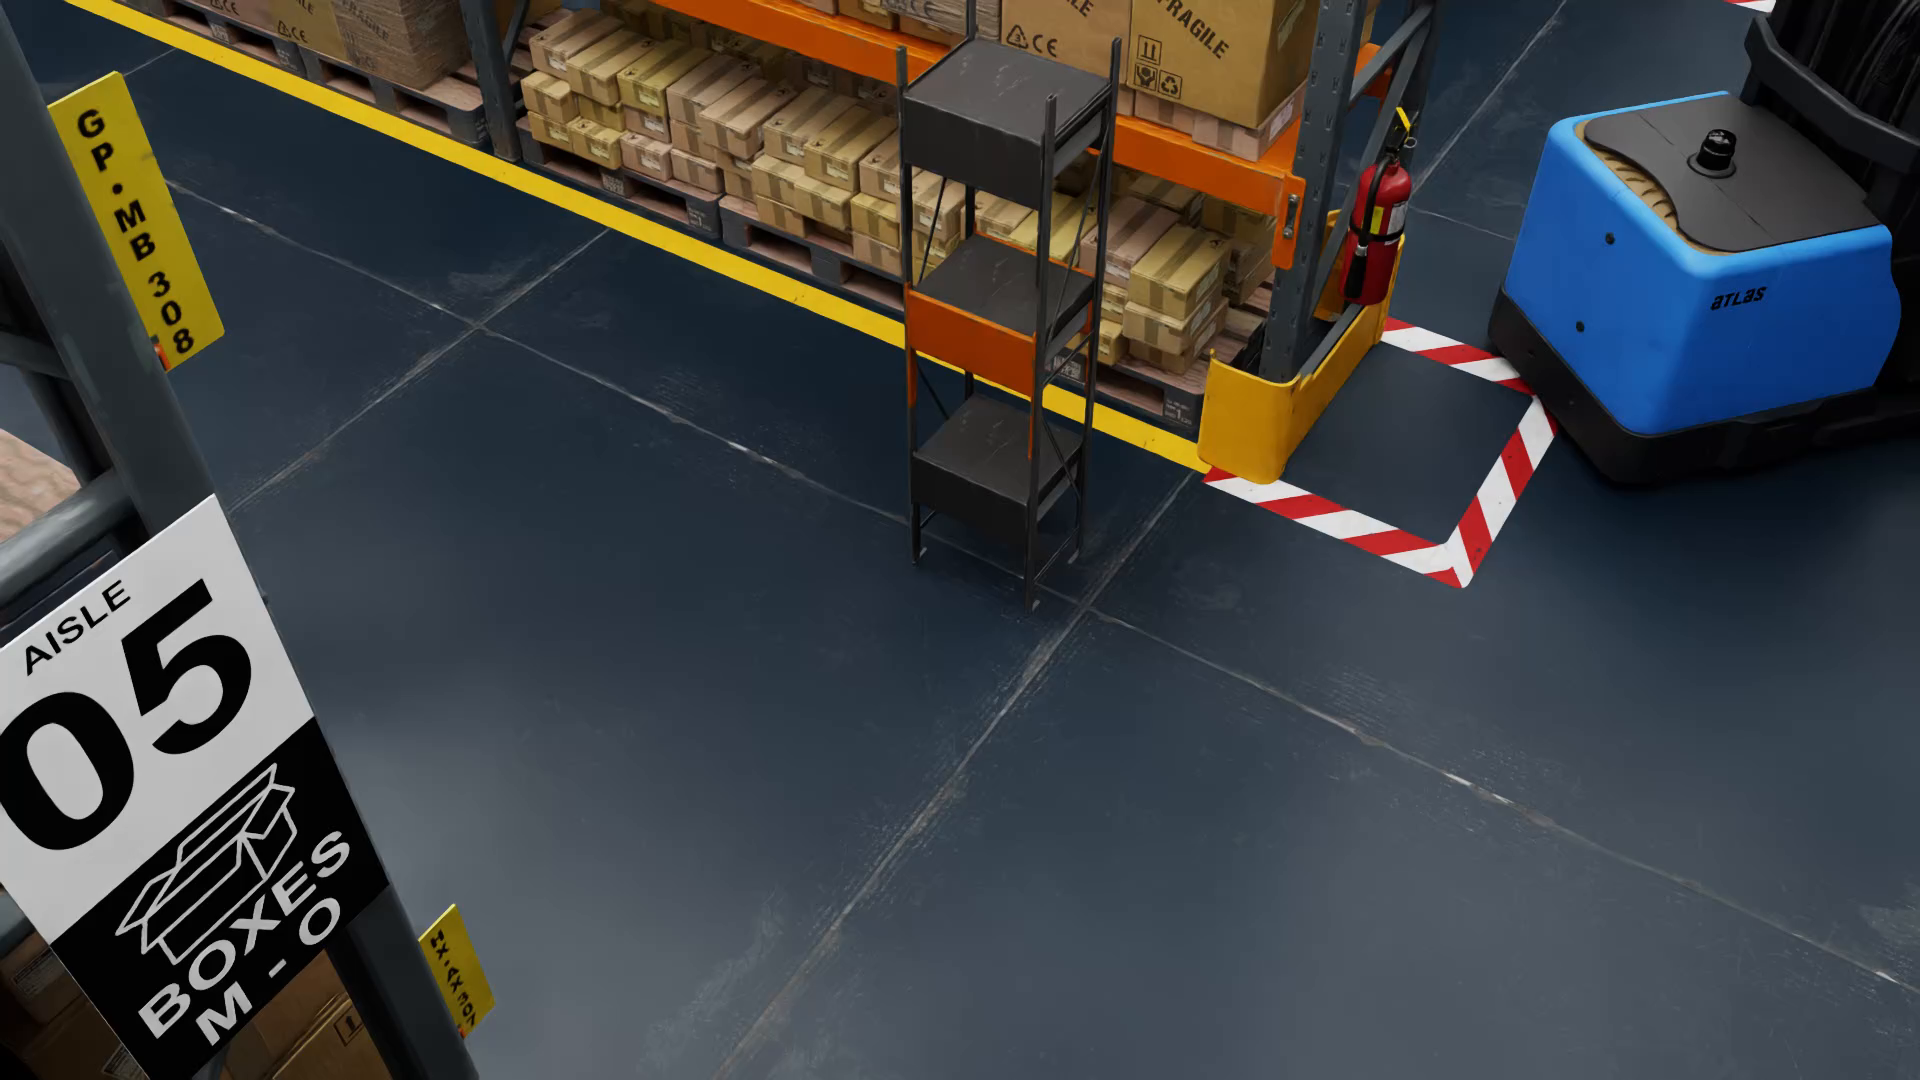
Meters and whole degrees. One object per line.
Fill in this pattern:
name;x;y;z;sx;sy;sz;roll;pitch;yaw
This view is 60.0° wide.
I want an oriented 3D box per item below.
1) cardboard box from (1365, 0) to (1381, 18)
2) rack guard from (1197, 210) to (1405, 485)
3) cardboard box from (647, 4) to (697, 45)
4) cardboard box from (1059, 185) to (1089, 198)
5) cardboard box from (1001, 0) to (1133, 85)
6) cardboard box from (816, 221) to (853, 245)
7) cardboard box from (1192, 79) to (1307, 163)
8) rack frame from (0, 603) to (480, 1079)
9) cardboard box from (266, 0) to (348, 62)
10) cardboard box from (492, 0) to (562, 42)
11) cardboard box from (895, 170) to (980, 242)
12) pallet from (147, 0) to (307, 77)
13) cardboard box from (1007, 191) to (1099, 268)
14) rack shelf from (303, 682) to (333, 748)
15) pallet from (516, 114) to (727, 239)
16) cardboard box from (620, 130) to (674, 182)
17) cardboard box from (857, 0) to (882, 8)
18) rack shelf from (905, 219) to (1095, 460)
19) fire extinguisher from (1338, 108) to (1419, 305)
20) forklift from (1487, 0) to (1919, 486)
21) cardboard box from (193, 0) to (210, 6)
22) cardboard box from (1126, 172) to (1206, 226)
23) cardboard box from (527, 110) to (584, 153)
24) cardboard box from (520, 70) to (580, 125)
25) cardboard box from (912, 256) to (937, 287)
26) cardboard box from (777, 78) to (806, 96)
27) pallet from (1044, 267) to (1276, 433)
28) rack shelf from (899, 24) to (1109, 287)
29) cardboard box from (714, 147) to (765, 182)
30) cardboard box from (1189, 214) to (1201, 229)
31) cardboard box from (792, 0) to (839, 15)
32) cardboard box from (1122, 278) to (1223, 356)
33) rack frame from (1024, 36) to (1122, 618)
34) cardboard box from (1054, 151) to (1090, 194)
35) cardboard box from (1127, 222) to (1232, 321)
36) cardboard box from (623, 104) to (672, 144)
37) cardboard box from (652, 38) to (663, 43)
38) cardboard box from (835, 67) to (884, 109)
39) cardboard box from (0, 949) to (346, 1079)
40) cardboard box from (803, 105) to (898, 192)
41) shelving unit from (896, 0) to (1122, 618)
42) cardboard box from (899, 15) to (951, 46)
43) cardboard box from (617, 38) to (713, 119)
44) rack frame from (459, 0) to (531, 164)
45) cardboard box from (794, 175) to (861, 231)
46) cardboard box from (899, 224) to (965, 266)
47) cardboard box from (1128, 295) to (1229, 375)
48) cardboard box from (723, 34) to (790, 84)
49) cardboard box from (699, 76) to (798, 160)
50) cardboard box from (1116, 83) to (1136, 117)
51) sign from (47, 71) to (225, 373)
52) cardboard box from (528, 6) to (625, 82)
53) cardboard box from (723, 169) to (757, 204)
cardboard box;1.207;-2.111;5.932;0.500;0.500;0.500;27;52;24
rack guard;1.372;-0.790;6.669;0.348;0.500;1.175;25;51;22
cardboard box;-1.255;-2.485;7.853;0.250;0.149;0.380;25;51;23
cardboard box;0.522;-1.592;7.193;0.250;0.149;0.380;26;51;23
cardboard box;0.488;-1.991;5.816;0.500;0.500;0.500;24;50;22
cardboard box;-0.422;-1.465;7.277;0.250;0.149;0.380;26;51;23
cardboard box;1.009;-1.500;5.791;0.250;0.149;0.380;25;51;22
rack frame;-1.152;1.396;2.802;0.127;3.000;1.000;25;51;22
cardboard box;-3.122;-2.789;8.319;0.500;0.500;0.500;24;50;21
cardboard box;-2.410;-2.902;8.428;0.500;0.500;0.500;27;51;24
cardboard box;-0.054;-1.408;6.807;0.250;0.149;0.380;27;51;23
pallet;-3.618;-2.981;8.999;1.213;0.211;1.003;25;51;22
cardboard box;0.386;-1.199;6.604;0.250;0.149;0.380;24;50;21
rack shelf;-2.835;-0.173;2.737;4.000;0.370;1.077;25;51;22
pallet;-1.347;-1.970;8.017;1.213;0.211;1.003;25;51;22
cardboard box;-1.337;-1.830;7.632;0.250;0.149;0.380;24;51;22
cardboard box;-0.358;-2.381;6.195;0.500;0.500;0.500;27;52;24
rack shelf;0.139;-0.658;5.444;0.480;0.518;0.431;25;51;22
fire extinguisher;1.399;-1.099;5.540;0.183;0.674;0.296;25;51;22
forklift;3.793;-1.839;5.993;3.031;2.935;1.130;-12;47;-12
cardboard box;-3.981;-3.188;8.706;0.500;0.500;0.500;23;50;21
cardboard box;0.881;-1.434;6.832;0.250;0.149;0.380;26;51;23
cardboard box;-1.798;-1.998;7.795;0.250;0.149;0.380;23;50;20
cardboard box;-1.799;-2.103;7.690;0.250;0.149;0.380;27;52;24
cardboard box;-0.030;-1.204;7.023;0.250;0.149;0.380;23;50;20
cardboard box;-0.642;-2.073;7.661;0.250;0.149;0.380;26;51;23
pallet;0.707;-1.025;7.099;1.213;0.211;1.003;25;51;22
rack shelf;0.139;-1.146;4.942;0.480;0.518;0.431;25;51;22
cardboard box;-0.868;-1.760;7.356;0.250;0.149;0.380;27;52;24
cardboard box;0.933;-1.386;6.993;0.250;0.149;0.380;24;51;22
cardboard box;-0.484;-2.229;6.500;0.250;0.149;0.380;27;51;23
cardboard box;0.837;-0.920;6.540;0.250;0.149;0.380;23;50;21
rack frame;0.345;-0.573;5.343;0.015;2.100;0.400;25;51;22
cardboard box;0.485;-1.655;7.047;0.250;0.149;0.380;22;50;20
cardboard box;0.853;-1.044;6.453;0.250;0.149;0.380;25;51;23
cardboard box;-1.313;-1.987;7.577;0.250;0.149;0.380;24;51;22
cardboard box;-1.260;-2.409;7.987;0.250;0.149;0.380;22;50;20
cardboard box;-0.354;-2.099;7.479;0.250;0.149;0.380;23;50;21
cardboard box;-1.402;0.655;2.755;0.500;0.500;0.500;24;50;21
cardboard box;-0.451;-1.662;7.053;0.250;0.149;0.380;25;51;22
shelving unit;0.139;-0.668;5.435;0.503;2.100;0.431;25;51;22
cardboard box;-0.028;-2.052;6.327;0.250;0.149;0.380;23;50;21
cardboard box;-1.314;-2.071;7.451;0.250;0.149;0.380;24;50;22
rack frame;-1.931;-3.180;7.249;0.127;3.000;1.000;25;51;22
cardboard box;-0.496;-1.513;7.117;0.250;0.149;0.380;25;51;22
cardboard box;-0.044;-1.313;6.922;0.250;0.149;0.380;25;51;23
cardboard box;0.880;-0.862;6.691;0.250;0.149;0.380;26;51;23
cardboard box;-0.865;-2.245;7.620;0.250;0.149;0.380;26;51;23
cardboard box;-0.912;-1.836;7.223;0.250;0.149;0.380;26;51;23
cardboard box;0.600;-1.707;5.992;0.250;0.149;0.380;24;51;22
sign;-0.847;-0.314;1.708;0.005;0.325;0.100;25;51;22
cardboard box;-1.753;-2.282;7.656;0.250;0.149;0.380;27;51;24
cardboard box;-0.851;-1.679;7.485;0.250;0.149;0.380;23;50;21
